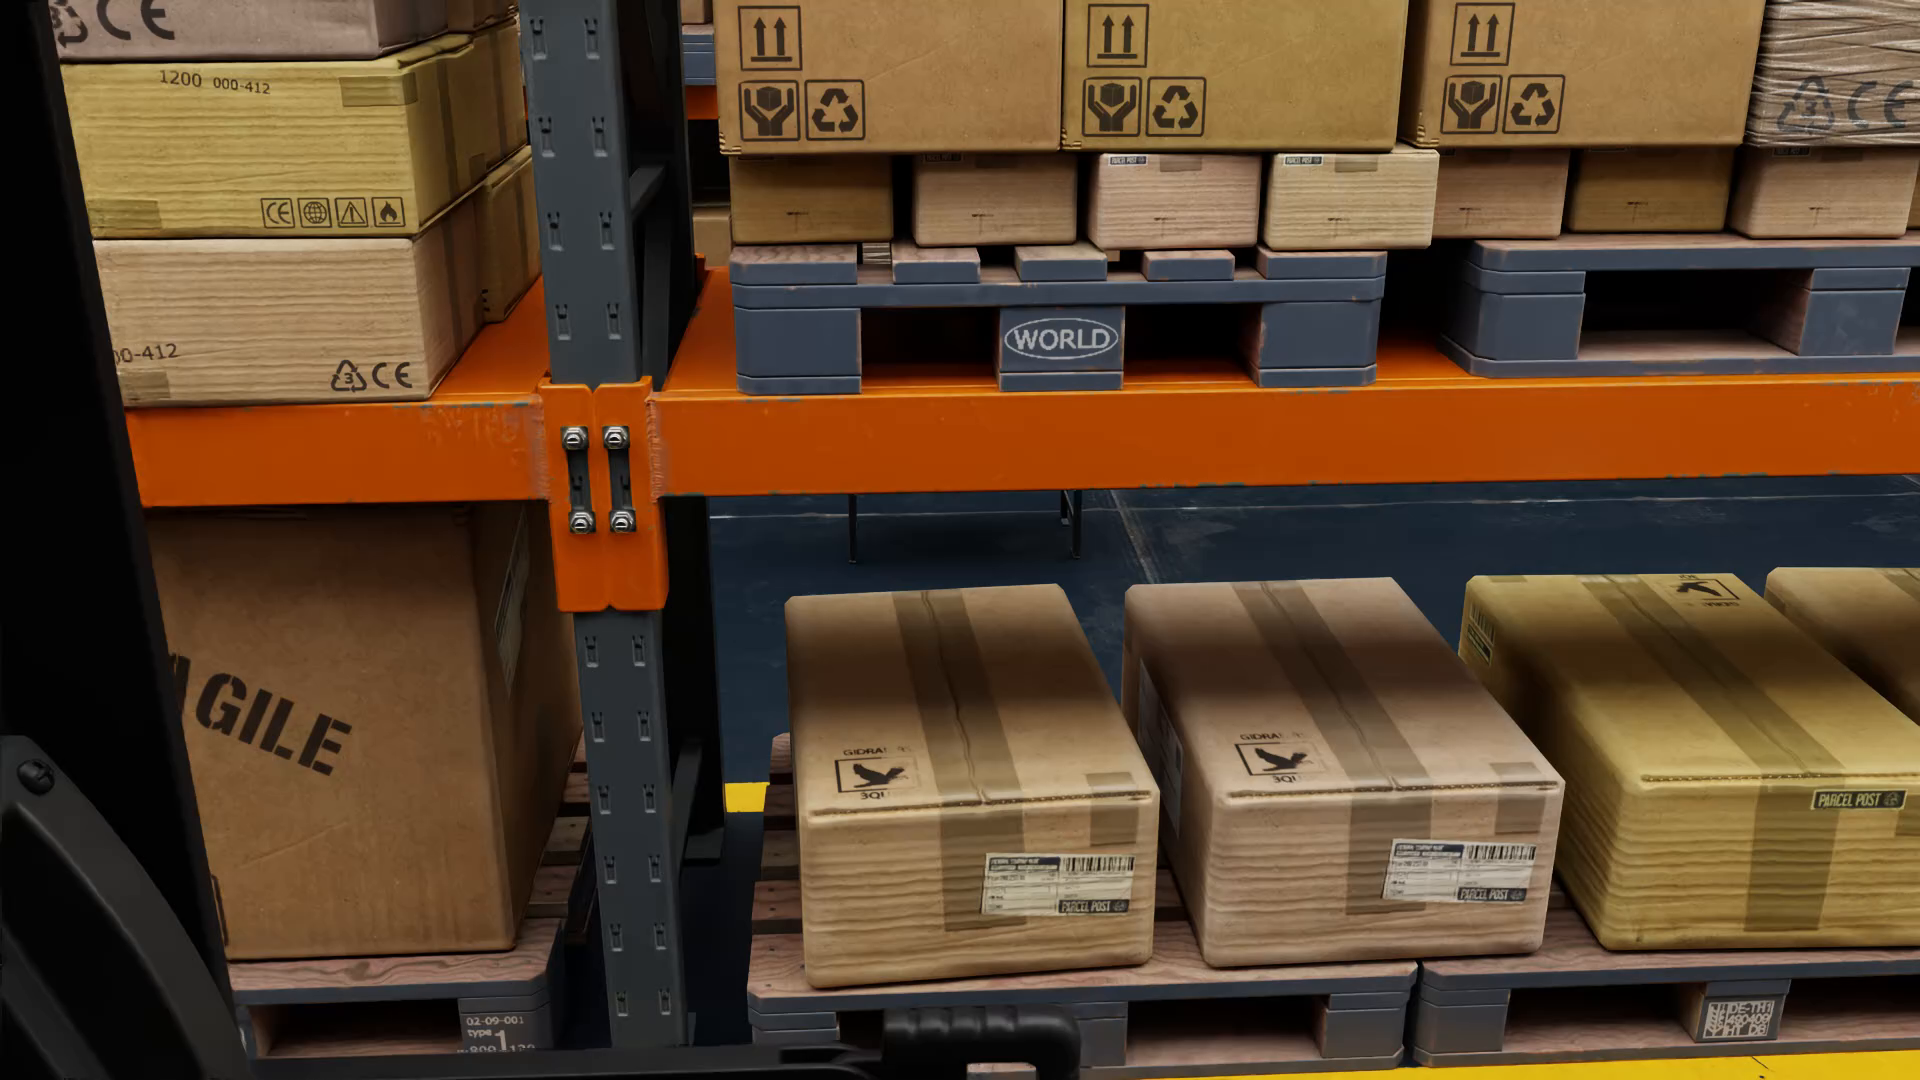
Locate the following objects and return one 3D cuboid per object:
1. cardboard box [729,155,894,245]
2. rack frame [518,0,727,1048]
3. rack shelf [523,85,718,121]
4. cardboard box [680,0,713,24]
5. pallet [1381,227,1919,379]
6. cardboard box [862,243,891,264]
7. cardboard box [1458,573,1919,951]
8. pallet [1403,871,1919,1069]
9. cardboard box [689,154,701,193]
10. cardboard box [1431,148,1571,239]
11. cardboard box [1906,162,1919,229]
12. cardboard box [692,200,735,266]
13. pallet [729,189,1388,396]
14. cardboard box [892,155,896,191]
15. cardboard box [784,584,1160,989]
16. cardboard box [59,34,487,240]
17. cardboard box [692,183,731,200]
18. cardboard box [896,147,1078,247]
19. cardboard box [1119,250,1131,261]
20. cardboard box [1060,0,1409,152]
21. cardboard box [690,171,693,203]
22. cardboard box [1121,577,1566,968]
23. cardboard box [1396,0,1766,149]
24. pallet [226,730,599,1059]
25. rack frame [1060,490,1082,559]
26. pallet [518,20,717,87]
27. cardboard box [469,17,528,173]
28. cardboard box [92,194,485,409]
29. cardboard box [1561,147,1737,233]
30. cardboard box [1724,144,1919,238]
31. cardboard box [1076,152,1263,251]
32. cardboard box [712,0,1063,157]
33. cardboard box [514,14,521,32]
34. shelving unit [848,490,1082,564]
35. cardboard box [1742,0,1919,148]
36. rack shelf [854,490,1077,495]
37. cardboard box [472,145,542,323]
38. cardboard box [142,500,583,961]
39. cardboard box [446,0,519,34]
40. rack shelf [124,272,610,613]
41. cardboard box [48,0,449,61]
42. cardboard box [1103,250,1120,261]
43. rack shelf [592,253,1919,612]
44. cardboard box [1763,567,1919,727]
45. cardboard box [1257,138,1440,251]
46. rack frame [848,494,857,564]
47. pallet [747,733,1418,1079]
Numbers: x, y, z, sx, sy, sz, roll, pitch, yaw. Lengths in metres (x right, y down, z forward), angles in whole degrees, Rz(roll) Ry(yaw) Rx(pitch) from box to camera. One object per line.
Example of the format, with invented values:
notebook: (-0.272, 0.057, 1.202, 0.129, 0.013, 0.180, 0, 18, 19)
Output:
cardboard box: (-0.249, -0.597, 2.736, 0.250, 0.149, 0.380, -2, 21, -6)
rack frame: (-0.584, -0.578, 2.922, 0.127, 3.000, 1.000, -1, 21, -3)
rack shelf: (-2.868, -1.964, 7.575, 4.000, 0.370, 1.077, -1, 21, -3)
cardboard box: (-1.394, -2.629, 7.579, 0.500, 0.500, 0.500, 0, 21, -1)
pallet: (1.390, -0.543, 3.100, 1.213, 0.211, 1.003, -1, 21, -3)
cardboard box: (-0.248, -1.435, 7.922, 0.625, 0.625, 0.875, -1, 21, -1)
cardboard box: (1.474, 0.415, 3.418, 0.625, 0.372, 0.950, 0, 21, -1)
pallet: (1.411, 0.686, 3.521, 1.213, 0.211, 1.003, -1, 21, -3)
cardboard box: (-1.410, -1.772, 8.071, 0.250, 0.149, 0.380, 0, 21, 0)
cardboard box: (0.823, -0.611, 2.773, 0.250, 0.149, 0.380, 0, 21, 0)
cardboard box: (1.623, -0.645, 2.862, 0.250, 0.149, 0.380, -2, 21, -5)
cardboard box: (-1.281, -1.284, 7.700, 0.500, 0.500, 0.500, -1, 21, -1)
pallet: (0.121, -0.540, 3.094, 1.003, 0.211, 1.213, -1, 21, -3)
cardboard box: (-0.007, -0.778, 3.211, 0.250, 0.149, 0.380, -1, 21, -2)
cardboard box: (-0.020, 0.446, 3.336, 0.625, 0.372, 0.950, -3, 21, -7)
cardboard box: (-1.053, -0.641, 2.597, 0.500, 0.250, 0.500, -1, 21, -3)
cardboard box: (-1.308, -1.460, 8.163, 0.500, 0.500, 0.500, 0, 21, -1)
cardboard box: (0.035, -0.591, 2.720, 0.250, 0.149, 0.380, -2, 21, -6)
cardboard box: (1.076, -1.465, 8.000, 0.625, 0.625, 0.875, -2, 21, -5)
cardboard box: (0.398, -0.900, 2.620, 0.500, 0.500, 0.500, 0, 21, 0)
cardboard box: (-1.350, -1.572, 7.546, 0.250, 0.149, 0.380, -2, 21, -6)
cardboard box: (0.717, 0.428, 3.383, 0.625, 0.372, 0.950, -2, 21, -4)
cardboard box: (0.928, -0.913, 2.654, 0.500, 0.500, 0.500, -1, 21, -2)
pallet: (-1.376, 0.715, 3.447, 1.213, 0.211, 1.003, -1, 21, -3)
rack frame: (0.372, -0.708, 5.374, 0.023, 1.500, 0.400, -1, 21, -3)
pallet: (-1.544, -2.212, 7.486, 1.003, 0.211, 1.213, -1, 21, -3)
cardboard box: (-1.104, -0.819, 3.064, 0.500, 0.250, 0.500, -1, 21, -3)
cardboard box: (-1.074, -0.405, 2.680, 0.500, 0.250, 0.500, -2, 21, -5)
cardboard box: (1.103, -0.631, 2.824, 0.250, 0.149, 0.380, 0, 21, -1)
cardboard box: (1.367, -0.613, 2.777, 0.250, 0.149, 0.380, -1, 21, -1)
cardboard box: (0.311, -0.580, 2.692, 0.250, 0.149, 0.380, -3, 21, -7)
cardboard box: (-0.122, -0.887, 2.585, 0.500, 0.500, 0.500, -2, 21, -5)
cardboard box: (-1.906, -2.331, 7.147, 0.500, 0.250, 0.500, -2, 21, -6)
shelving unit: (0.007, -0.701, 5.354, 0.755, 1.500, 0.431, -1, 21, -3)
cardboard box: (1.428, -0.920, 2.673, 0.500, 0.500, 0.500, -2, 21, -5)
rack shelf: (0.007, -0.396, 5.470, 0.720, 0.370, 0.431, -1, 21, -3)
cardboard box: (-1.087, -0.587, 3.158, 0.500, 0.250, 0.500, -2, 21, -4)
cardboard box: (-1.279, 0.204, 3.266, 0.875, 0.875, 0.875, -1, 21, -4)
cardboard box: (-1.091, -1.169, 2.929, 0.500, 0.500, 0.500, -2, 21, -5)
rack shelf: (-2.581, -0.201, 2.944, 4.000, 0.370, 1.077, -1, 21, -3)
cardboard box: (-1.086, -0.988, 2.455, 0.500, 0.500, 0.500, -2, 21, -5)
cardboard box: (0.404, -1.451, 7.964, 0.625, 0.625, 0.875, 0, 21, -1)
rack shelf: (1.412, -0.282, 3.157, 4.000, 0.370, 1.077, -1, 21, -3)
cardboard box: (2.168, 0.400, 3.457, 0.625, 0.372, 0.950, 0, 21, 0)
cardboard box: (0.587, -0.578, 2.687, 0.250, 0.149, 0.380, -1, 21, -3)
rack frame: (-0.359, -0.694, 5.335, 0.023, 1.500, 0.400, -1, 21, -3)
pallet: (0.196, 0.710, 3.459, 1.213, 0.211, 1.003, -1, 21, -3)
